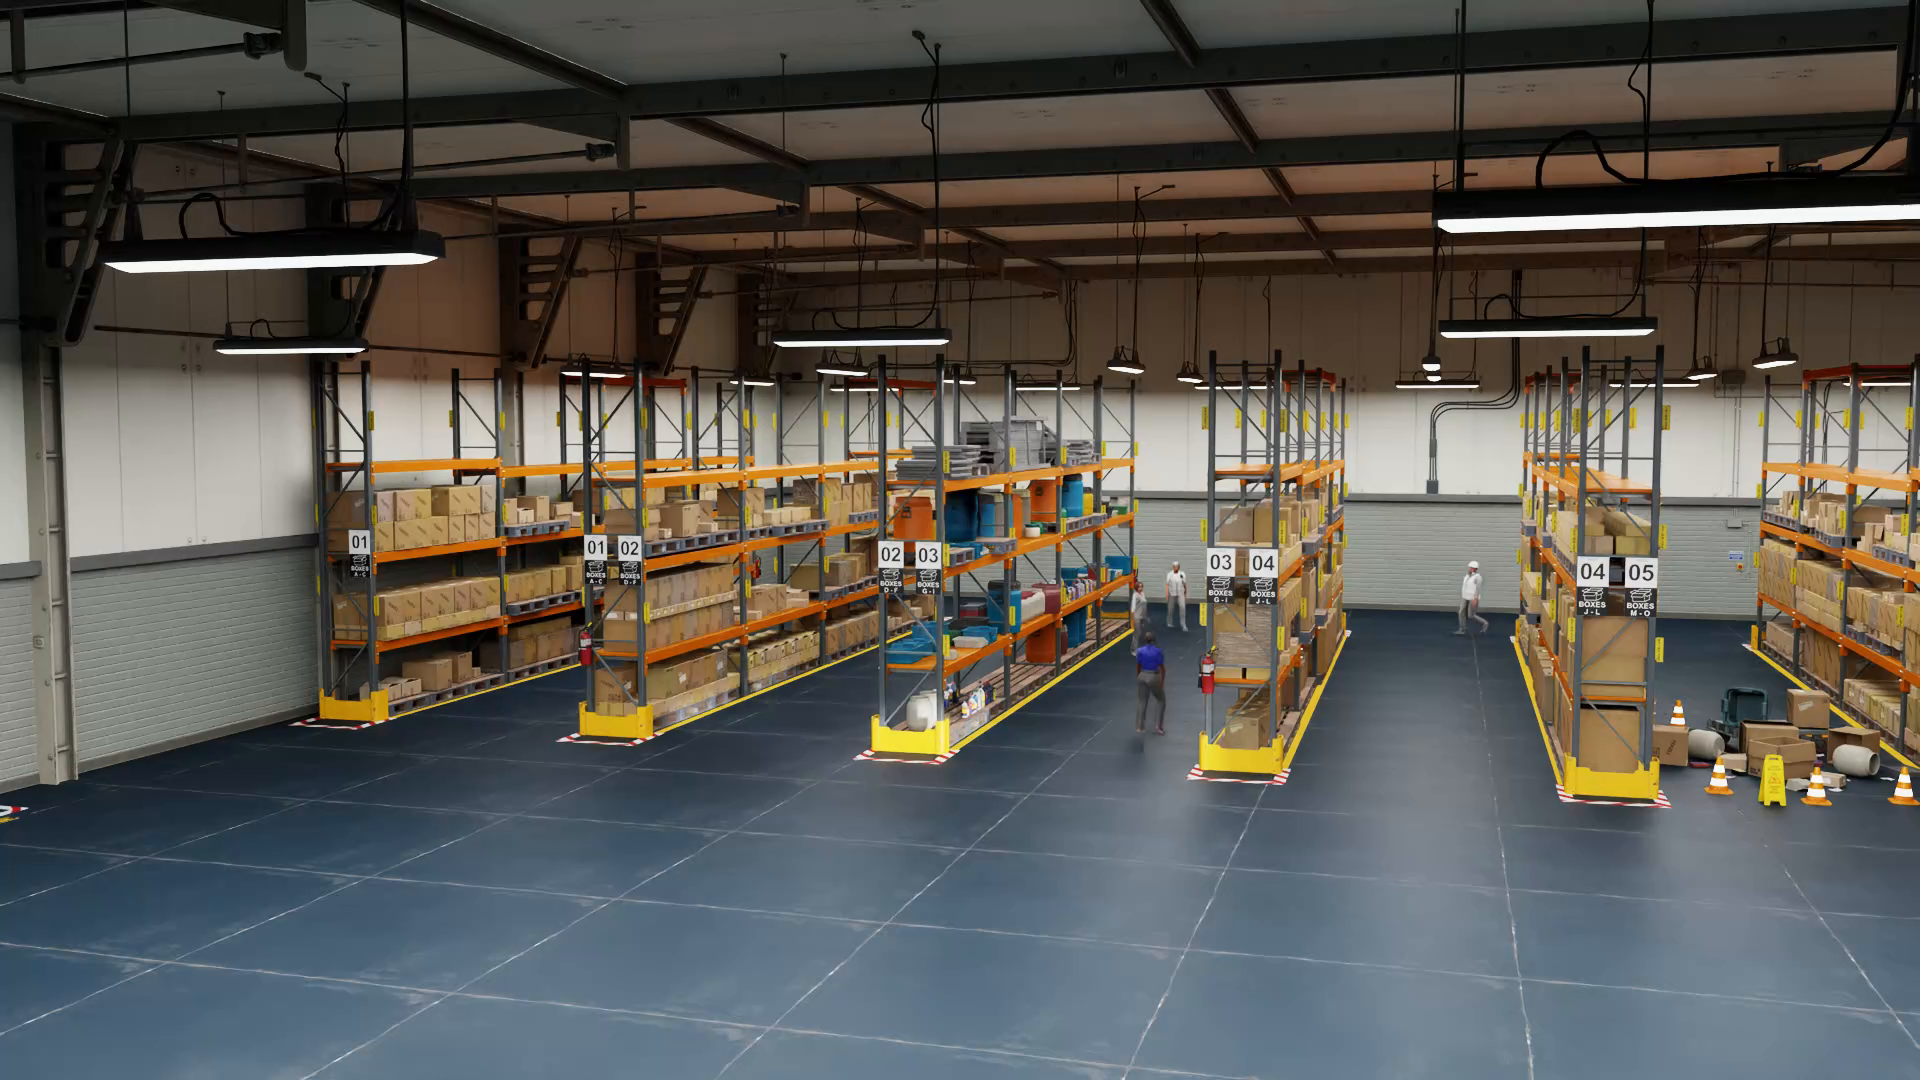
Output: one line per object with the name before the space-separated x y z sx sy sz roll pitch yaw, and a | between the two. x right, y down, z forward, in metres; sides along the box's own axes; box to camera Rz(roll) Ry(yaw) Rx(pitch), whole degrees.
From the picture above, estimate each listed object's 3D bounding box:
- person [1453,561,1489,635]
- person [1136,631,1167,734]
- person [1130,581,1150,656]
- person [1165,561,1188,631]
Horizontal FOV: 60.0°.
person | 11.920 1.357 38.674 0.727 1.744 0.555 -1 4 -14
person | 3.037 2.298 26.614 0.536 1.700 0.528 -4 6 -45
person | 3.802 1.685 35.420 0.364 1.624 0.485 3 5 32
person | 5.184 1.321 39.884 0.547 1.628 0.917 0 4 -3
